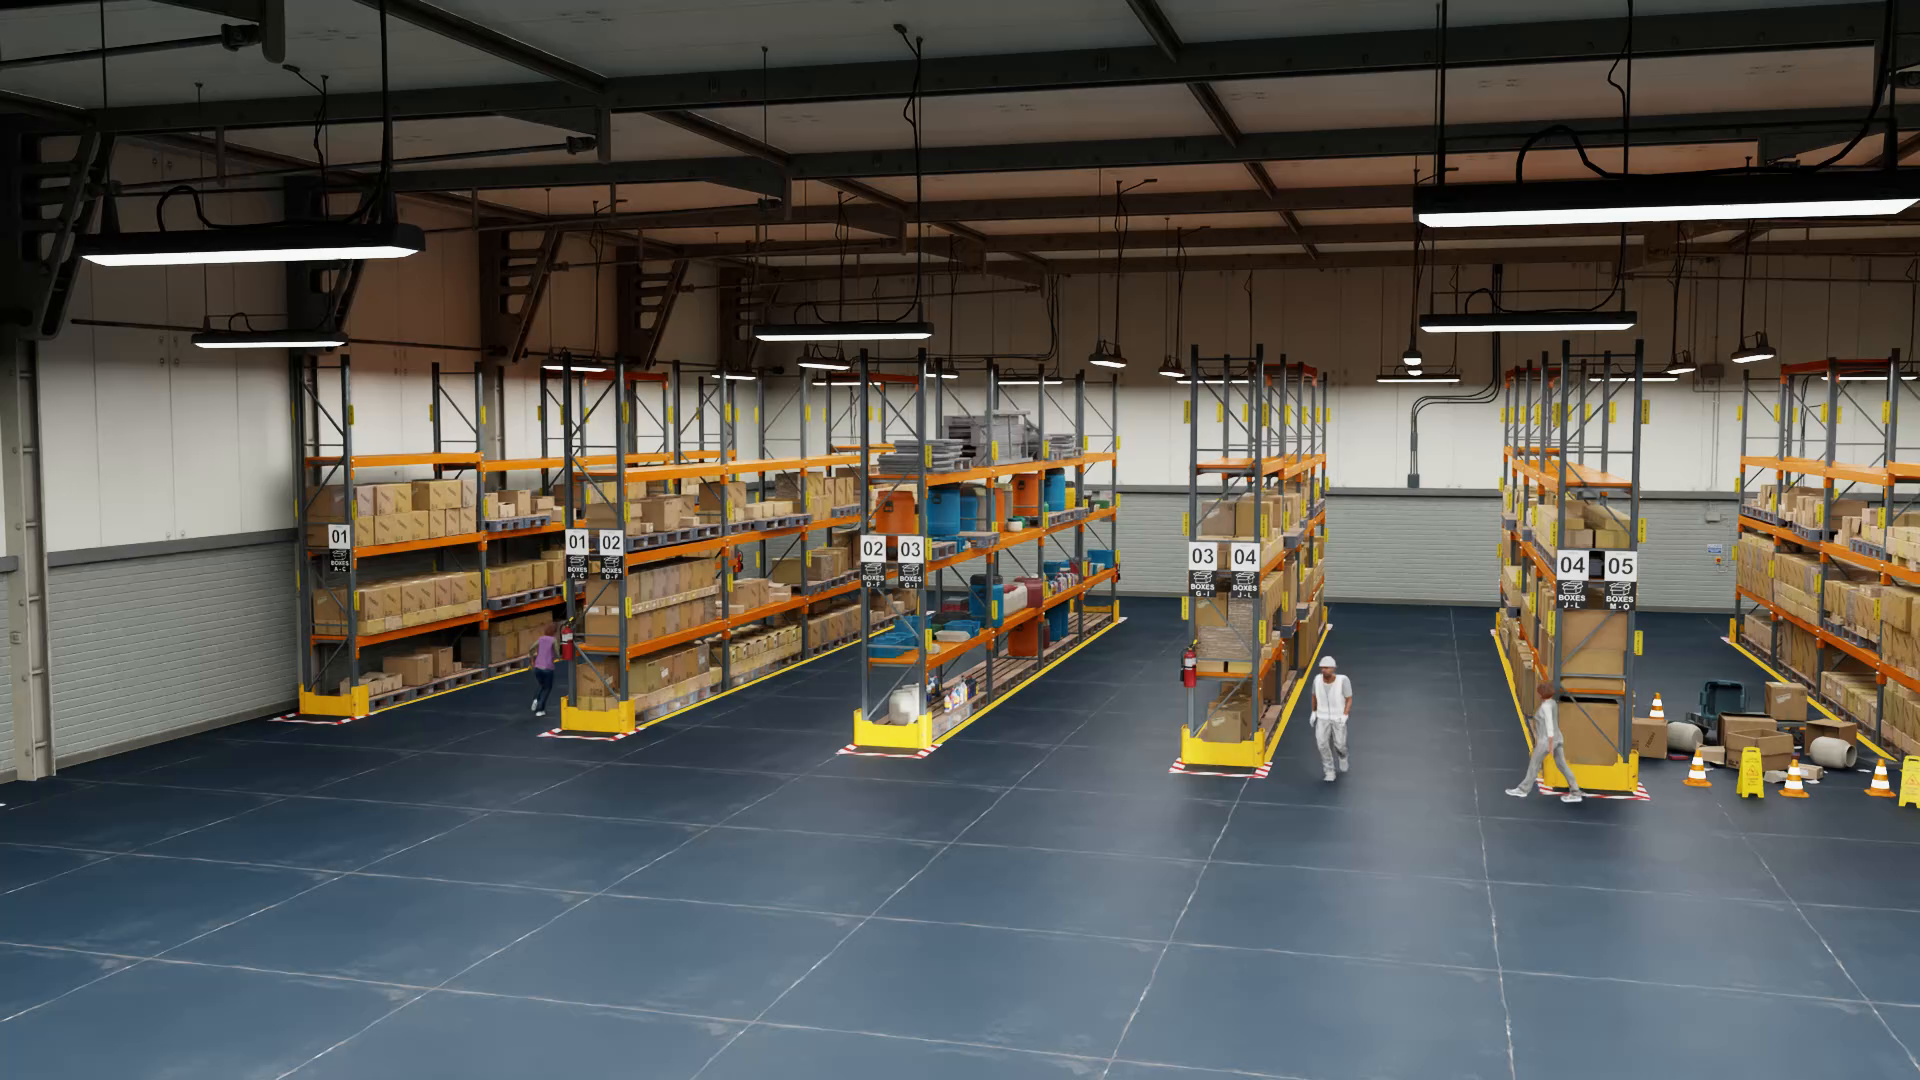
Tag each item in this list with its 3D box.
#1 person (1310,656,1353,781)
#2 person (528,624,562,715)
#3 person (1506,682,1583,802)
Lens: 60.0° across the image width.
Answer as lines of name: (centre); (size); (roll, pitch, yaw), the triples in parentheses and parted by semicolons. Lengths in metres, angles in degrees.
person: (5.132, 2.436, 22.996); (0.603, 1.697, 0.795); (2, 5, 24)
person: (-6.966, 2.164, 27.972); (0.565, 1.497, 0.748); (1, 4, 15)
person: (7.603, 2.595, 21.541); (0.965, 1.524, 0.445); (4, 6, 41)
